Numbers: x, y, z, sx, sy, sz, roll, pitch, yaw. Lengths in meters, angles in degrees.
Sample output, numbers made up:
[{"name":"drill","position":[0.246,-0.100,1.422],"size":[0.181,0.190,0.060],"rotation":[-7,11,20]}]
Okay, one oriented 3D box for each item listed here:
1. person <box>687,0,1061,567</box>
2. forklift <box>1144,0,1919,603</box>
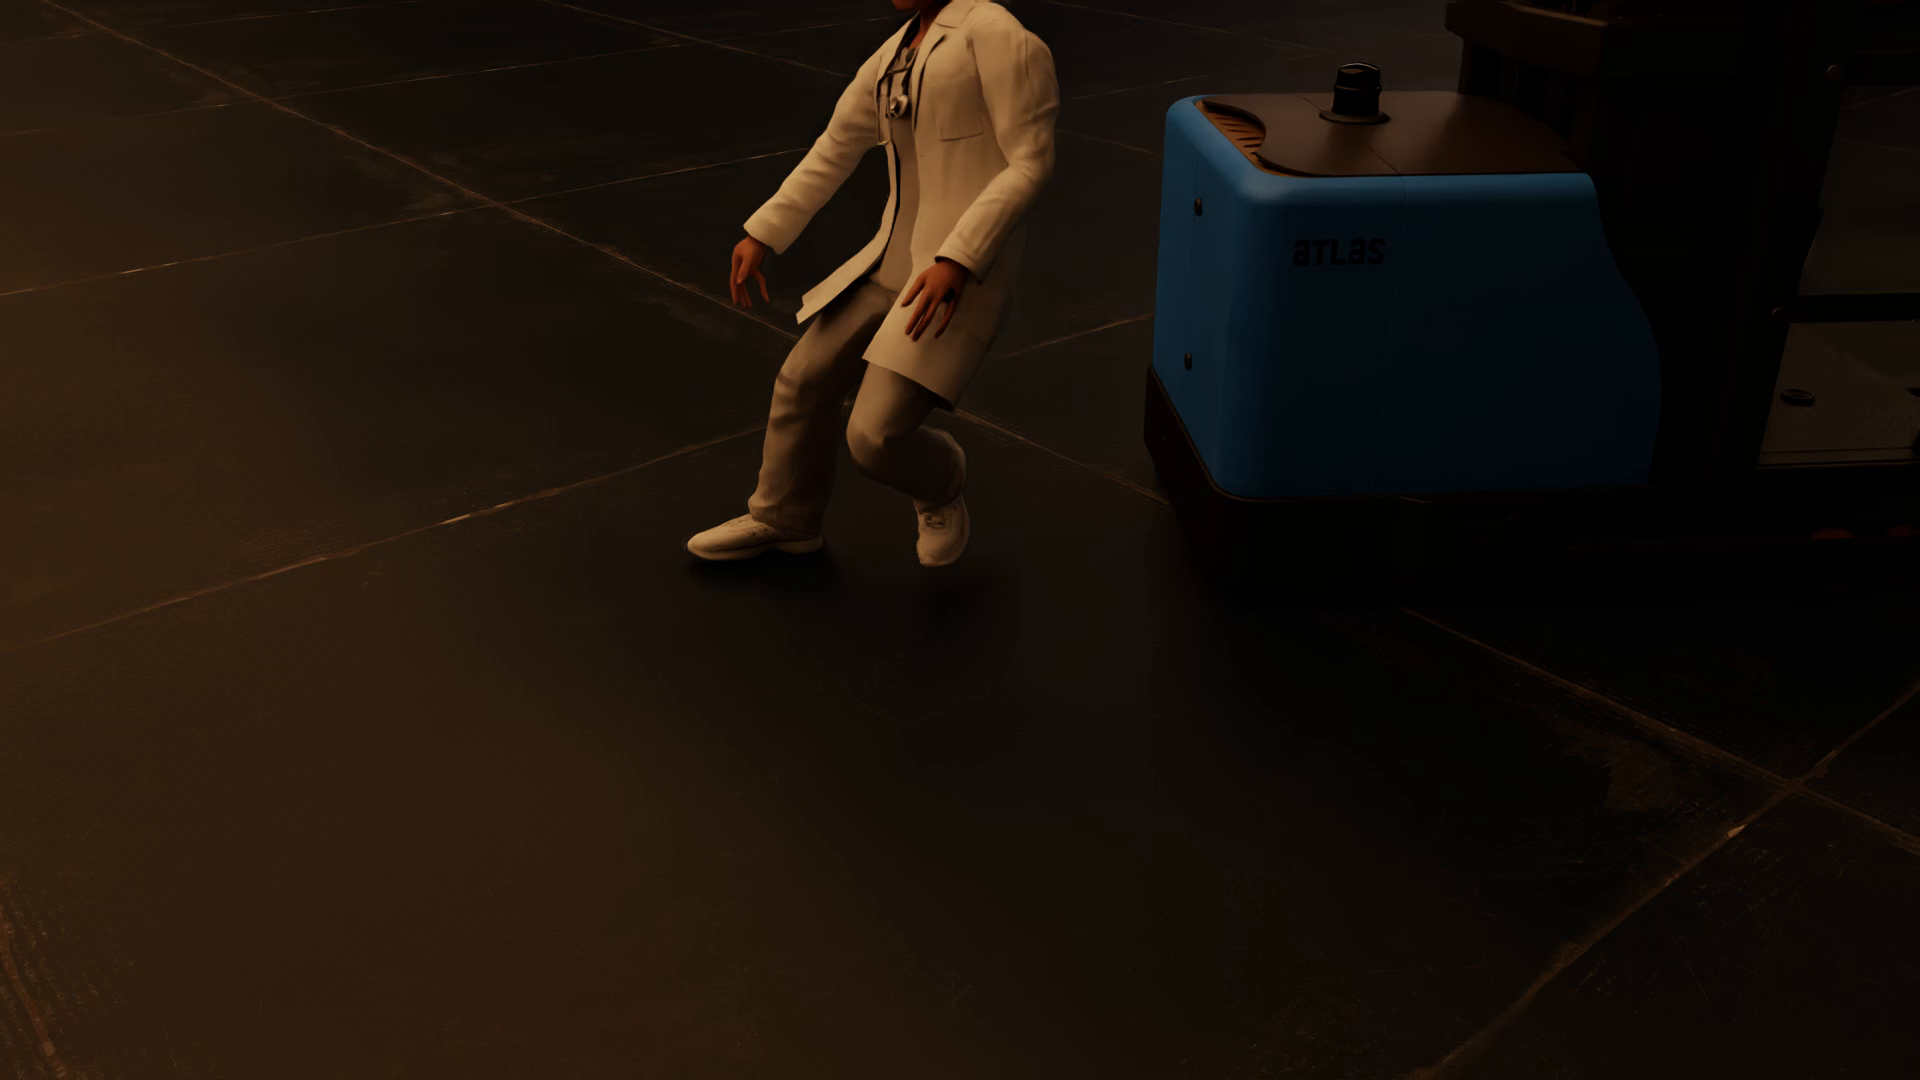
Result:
[{"name":"person","position":[-0.228,-0.621,3.886],"size":[0.708,1.661,0.790],"rotation":[-15,30,-28]},{"name":"forklift","position":[2.090,-1.410,4.046],"size":[3.031,2.935,1.130],"rotation":[-2,26,-4]}]
